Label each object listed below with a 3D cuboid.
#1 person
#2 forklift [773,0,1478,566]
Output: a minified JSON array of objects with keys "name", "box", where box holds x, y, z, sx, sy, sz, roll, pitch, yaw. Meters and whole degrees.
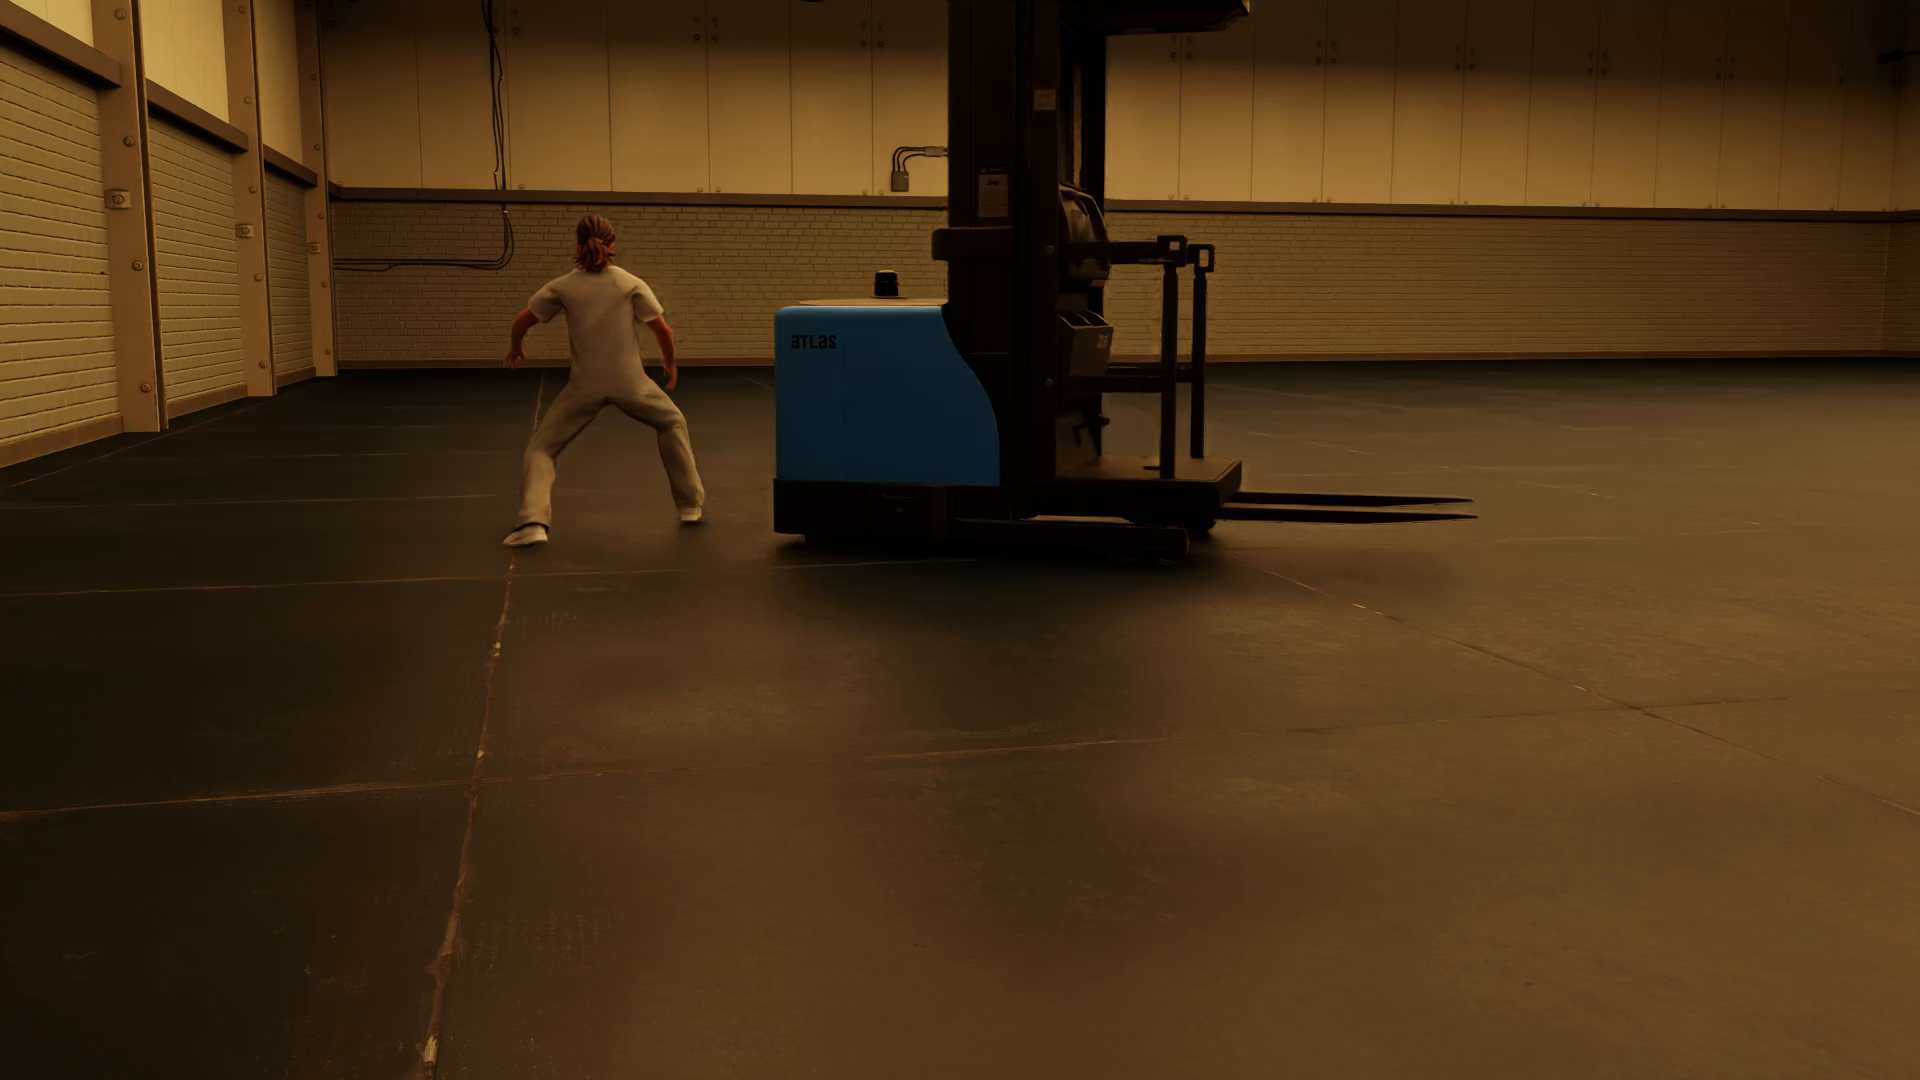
[{"name":"person","box":[-1.683,-0.753,7.811,0.925,1.531,0.894,-1,8,-7]},{"name":"forklift","box":[0.737,-1.426,7.322,3.031,2.935,1.130,2,8,15]}]
